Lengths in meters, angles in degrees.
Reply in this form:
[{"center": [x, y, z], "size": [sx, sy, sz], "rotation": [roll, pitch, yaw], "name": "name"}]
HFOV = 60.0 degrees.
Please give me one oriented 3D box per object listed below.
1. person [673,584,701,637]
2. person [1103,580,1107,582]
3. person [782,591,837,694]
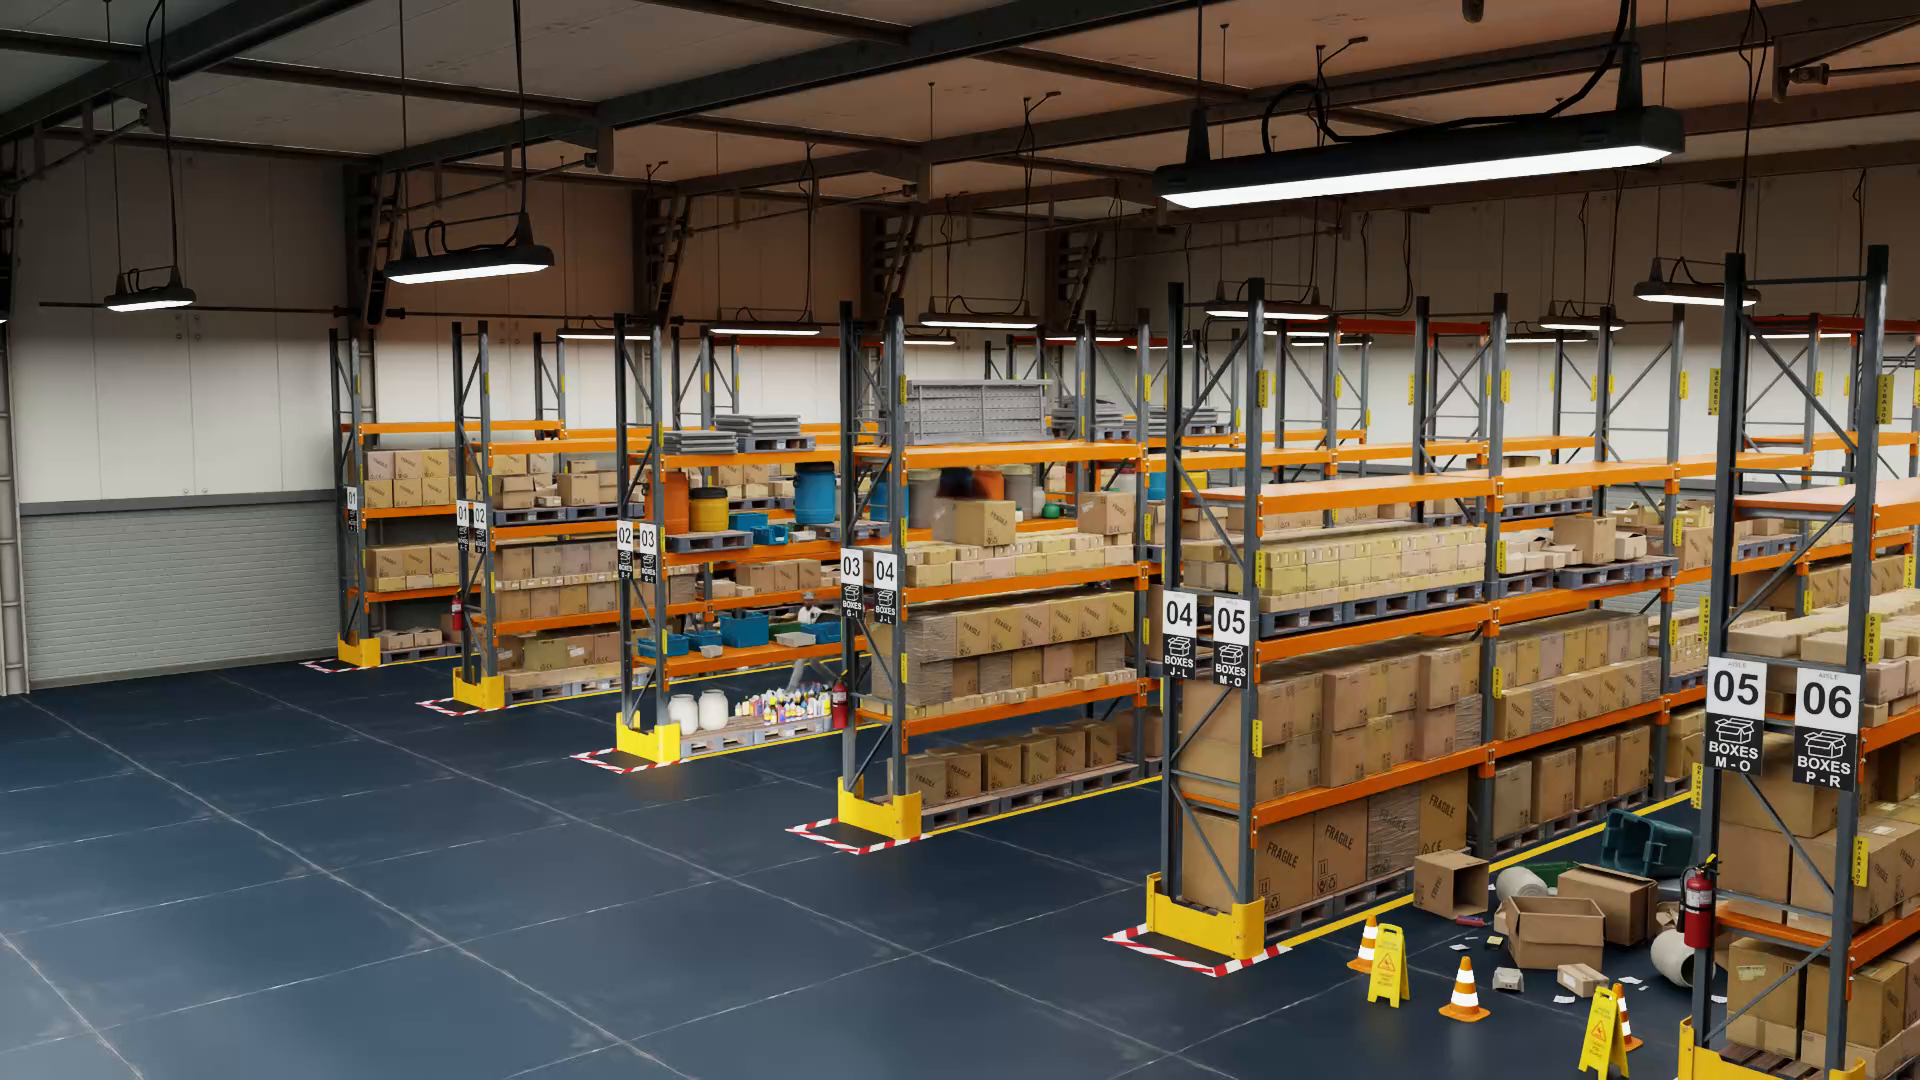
[{"center": [-5.050, 1.322, 30.670], "size": [0.535, 1.651, 0.631], "rotation": [2, 6, 15], "name": "person"}, {"center": [3.604, 0.274, 40.483], "size": [0.641, 1.764, 0.642], "rotation": [-4, 7, -38], "name": "person"}, {"center": [-2.491, 1.638, 26.987], "size": [1.028, 1.651, 0.618], "rotation": [-5, 7, -40], "name": "person"}]
